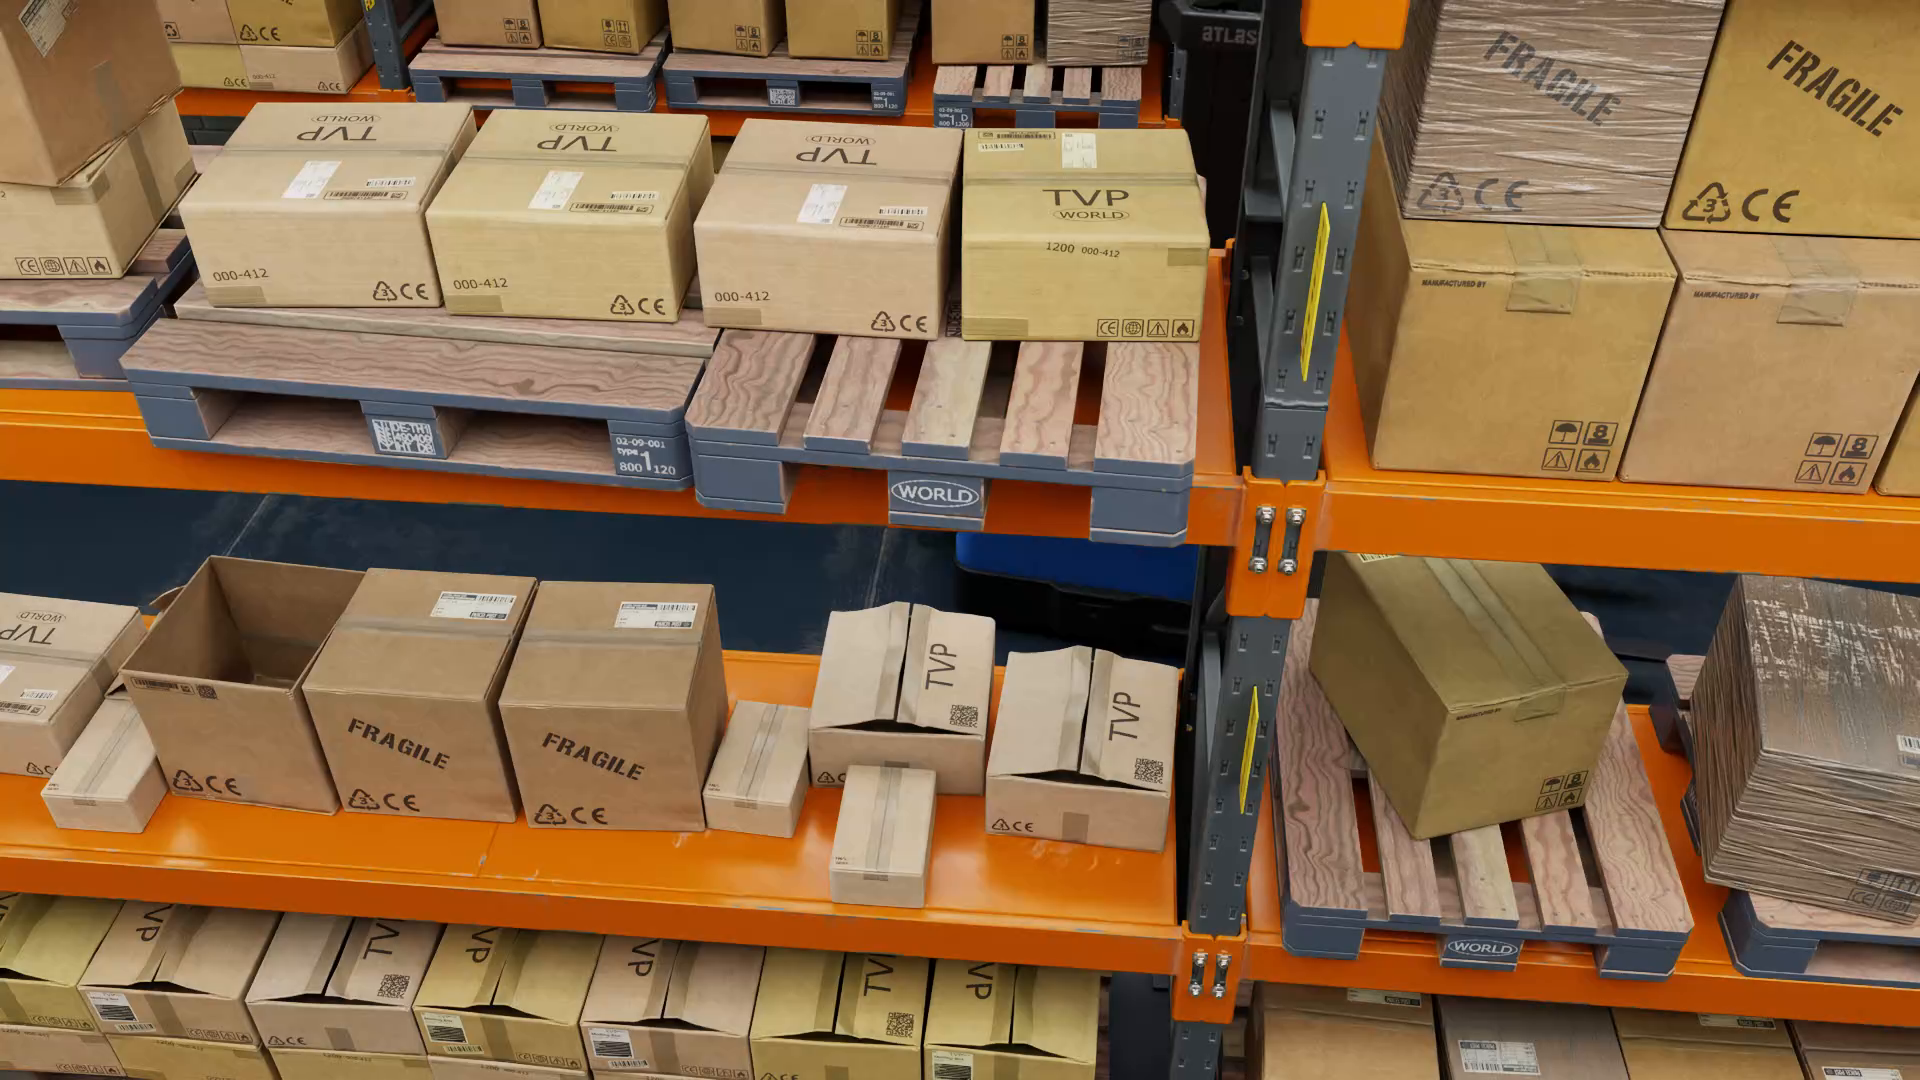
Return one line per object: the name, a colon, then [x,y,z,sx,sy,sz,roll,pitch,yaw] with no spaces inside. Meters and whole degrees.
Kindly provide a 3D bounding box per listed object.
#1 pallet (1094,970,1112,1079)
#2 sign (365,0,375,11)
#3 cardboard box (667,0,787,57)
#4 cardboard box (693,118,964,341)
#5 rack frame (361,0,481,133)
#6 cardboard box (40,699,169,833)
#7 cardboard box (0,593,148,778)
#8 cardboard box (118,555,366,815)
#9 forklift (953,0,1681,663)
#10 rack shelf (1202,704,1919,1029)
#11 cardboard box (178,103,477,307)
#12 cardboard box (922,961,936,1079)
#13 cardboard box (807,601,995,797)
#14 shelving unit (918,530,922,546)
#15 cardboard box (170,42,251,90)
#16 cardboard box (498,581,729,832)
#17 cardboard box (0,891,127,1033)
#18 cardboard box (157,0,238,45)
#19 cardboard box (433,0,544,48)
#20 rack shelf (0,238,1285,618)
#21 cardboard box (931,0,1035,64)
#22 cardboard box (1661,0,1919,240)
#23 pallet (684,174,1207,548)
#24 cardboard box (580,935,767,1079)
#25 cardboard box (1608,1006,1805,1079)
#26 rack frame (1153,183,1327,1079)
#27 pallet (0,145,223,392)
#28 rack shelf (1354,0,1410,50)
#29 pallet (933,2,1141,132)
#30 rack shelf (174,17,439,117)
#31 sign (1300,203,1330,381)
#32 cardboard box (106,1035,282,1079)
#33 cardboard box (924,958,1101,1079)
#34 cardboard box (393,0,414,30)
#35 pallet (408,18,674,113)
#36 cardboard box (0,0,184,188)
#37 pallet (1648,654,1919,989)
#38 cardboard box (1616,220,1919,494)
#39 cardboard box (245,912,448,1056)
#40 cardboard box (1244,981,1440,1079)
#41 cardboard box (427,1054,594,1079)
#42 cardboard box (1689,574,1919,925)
pallet: [-0.103,1.601,5.616,1.213,0.211,1.003,3,39,4]
sign: [-2.887,-2.739,8.053,0.005,0.325,0.100,3,39,4]
cardboard box: [-1.129,-2.854,8.452,0.500,0.500,0.700,8,40,10]
cardboard box: [-0.267,-0.685,3.626,0.500,0.250,0.500,4,39,5]
rack frame: [-2.848,-2.744,8.746,0.127,3.000,1.000,3,39,4]
cardboard box: [-2.407,0.645,4.780,0.250,0.149,0.380,3,39,4]
cardboard box: [-2.777,0.429,4.966,0.500,0.250,0.500,5,39,7]
cardboard box: [-1.983,0.413,4.787,0.500,0.500,0.500,6,40,7]
forklift: [1.543,-0.887,6.518,3.031,2.935,1.130,8,40,10]
rack shelf: [2.706,0.977,4.743,4.000,0.370,1.077,3,39,4]
cardboard box: [-1.372,-0.754,3.710,0.500,0.250,0.500,0,39,0]
cardboard box: [-0.346,1.591,5.264,0.500,0.250,0.500,3,39,3]
cardboard box: [-0.161,0.453,4.888,0.500,0.311,0.500,3,39,3]
shelving unit: [-0.051,-0.425,7.441,0.252,1.050,0.215,8,40,10]
cardboard box: [-3.842,-2.562,8.624,0.500,0.250,0.500,3,39,4]
cardboard box: [-0.960,0.469,4.718,0.500,0.500,0.500,1,39,1]
cardboard box: [-2.881,1.236,5.256,0.500,0.311,0.500,3,39,4]
cardboard box: [-3.843,-2.840,8.372,0.500,0.500,0.500,3,39,4]
cardboard box: [-2.344,-2.905,8.515,0.500,0.500,0.700,3,39,4]
rack shelf: [-1.279,-0.404,4.064,4.000,0.370,1.077,3,39,4]
cardboard box: [0.109,-2.769,8.348,0.500,0.500,0.700,0,39,0]
cardboard box: [1.656,-0.945,3.288,0.500,0.500,0.500,3,39,4]
pallet: [0.030,-0.482,3.739,1.003,0.211,1.213,5,39,6]
cardboard box: [-0.851,1.348,5.119,0.500,0.311,0.500,3,39,4]
cardboard box: [2.164,1.648,4.981,0.500,0.500,0.500,3,39,3]
rack frame: [0.713,0.589,4.650,0.127,3.000,1.000,3,39,4]
pallet: [-2.392,-0.678,3.982,1.217,0.209,0.805,2,39,2]
rack shelf: [2.706,-1.195,2.976,4.000,0.370,1.077,3,39,4]
pallet: [0.418,-2.424,8.504,1.003,0.211,1.213,3,39,4]
rack shelf: [-4.841,-2.574,9.107,4.000,0.370,1.077,3,39,4]
sign: [0.657,-0.457,3.087,0.005,0.325,0.100,3,39,4]
cardboard box: [-2.382,1.481,5.400,0.500,0.250,0.500,4,39,5]
cardboard box: [0.170,1.401,5.053,0.500,0.311,0.500,4,39,5]
cardboard box: [-3.298,-2.855,8.984,0.500,0.250,0.500,4,39,4]
pallet: [-2.099,-2.537,8.643,1.213,0.211,1.003,3,39,4]
cardboard box: [-2.091,-1.113,3.557,0.500,0.500,0.500,7,40,8]
pallet: [2.651,0.766,4.584,1.213,0.211,1.003,3,39,4]
cardboard box: [1.659,-0.583,3.634,0.500,0.500,0.910,3,39,4]
cardboard box: [-1.867,1.294,5.185,0.500,0.311,0.500,2,39,2]
cardboard box: [1.142,1.592,5.049,0.500,0.500,0.500,5,39,6]
cardboard box: [-1.359,1.536,5.332,0.500,0.250,0.500,4,39,5]
cardboard box: [2.245,0.521,4.322,0.500,0.500,0.700,10,40,12]
